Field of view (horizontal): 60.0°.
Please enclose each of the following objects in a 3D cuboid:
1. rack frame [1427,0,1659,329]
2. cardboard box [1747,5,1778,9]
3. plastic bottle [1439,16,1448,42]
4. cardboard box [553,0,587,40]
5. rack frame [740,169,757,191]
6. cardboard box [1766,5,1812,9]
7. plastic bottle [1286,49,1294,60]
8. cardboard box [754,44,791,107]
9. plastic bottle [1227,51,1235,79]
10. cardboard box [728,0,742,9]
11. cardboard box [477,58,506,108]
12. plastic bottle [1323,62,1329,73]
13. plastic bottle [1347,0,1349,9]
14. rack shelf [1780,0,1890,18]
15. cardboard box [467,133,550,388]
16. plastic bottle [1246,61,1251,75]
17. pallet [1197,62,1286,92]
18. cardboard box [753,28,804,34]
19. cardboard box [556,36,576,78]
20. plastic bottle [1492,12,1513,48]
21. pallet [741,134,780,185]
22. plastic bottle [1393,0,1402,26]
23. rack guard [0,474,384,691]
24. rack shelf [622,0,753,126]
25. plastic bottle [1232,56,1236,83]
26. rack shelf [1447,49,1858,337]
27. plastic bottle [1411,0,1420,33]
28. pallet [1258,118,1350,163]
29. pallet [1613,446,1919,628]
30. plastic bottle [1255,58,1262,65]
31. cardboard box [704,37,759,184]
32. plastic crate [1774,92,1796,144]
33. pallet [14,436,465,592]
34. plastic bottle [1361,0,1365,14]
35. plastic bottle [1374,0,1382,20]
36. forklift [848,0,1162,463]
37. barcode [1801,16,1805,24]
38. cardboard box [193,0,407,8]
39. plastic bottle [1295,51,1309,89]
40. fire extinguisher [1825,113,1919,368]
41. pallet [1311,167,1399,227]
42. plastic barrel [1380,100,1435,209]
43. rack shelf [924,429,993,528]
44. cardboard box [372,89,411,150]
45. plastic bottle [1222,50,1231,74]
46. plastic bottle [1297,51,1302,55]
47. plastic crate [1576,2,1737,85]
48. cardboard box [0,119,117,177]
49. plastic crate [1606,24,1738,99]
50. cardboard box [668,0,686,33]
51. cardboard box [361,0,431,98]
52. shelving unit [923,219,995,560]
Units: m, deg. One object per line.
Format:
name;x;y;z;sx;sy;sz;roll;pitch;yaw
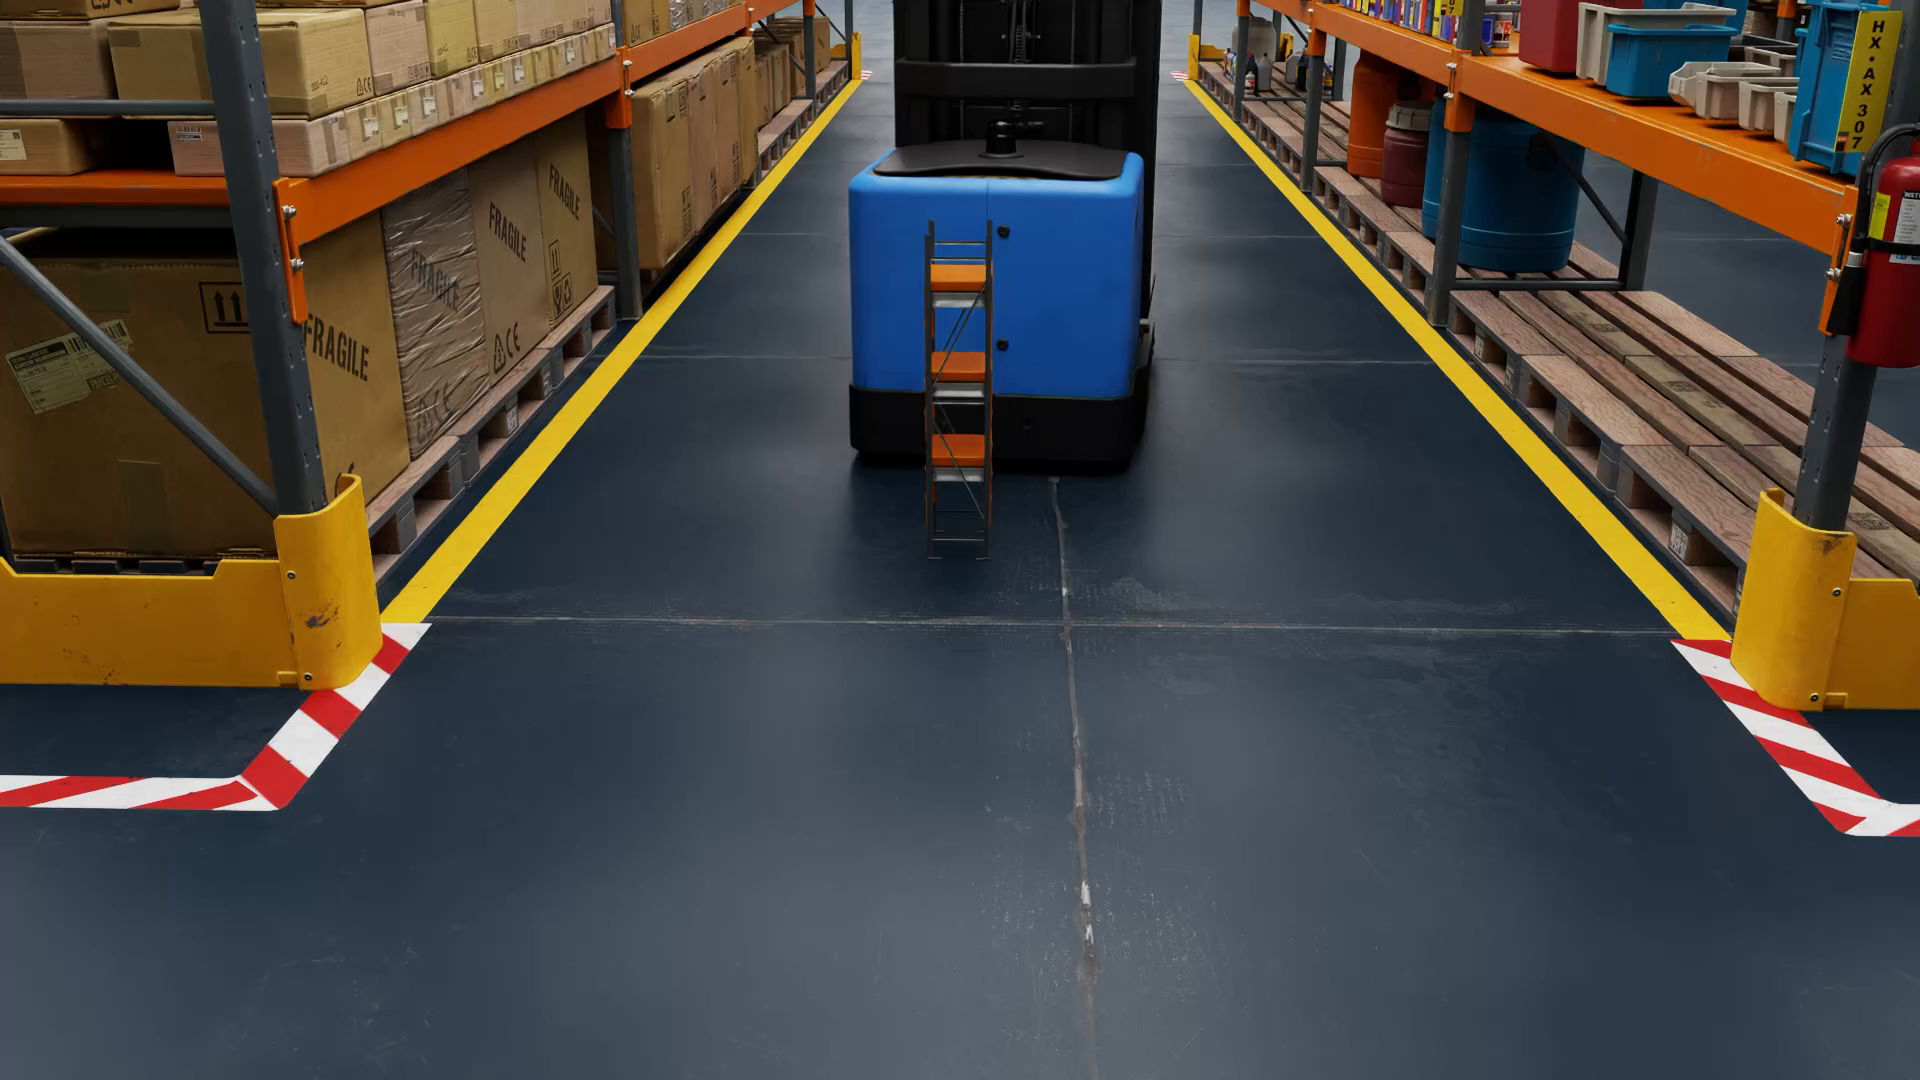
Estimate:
rack frame;2.839;-2.460;7.723;1.000;3.000;0.127;1;21;2
cardboard box;7.867;-5.092;16.690;0.500;0.500;0.500;1;21;2
plastic bottle;2.539;-2.681;8.463;0.152;0.276;0.135;1;21;2
cardboard box;-1.876;-2.234;6.936;0.500;0.250;0.500;1;21;3
rack frame;-1.990;-3.961;11.591;1.000;3.000;0.127;1;21;2
cardboard box;8.390;-5.086;16.675;0.500;0.500;0.500;1;21;2
plastic bottle;3.445;-4.979;17.362;0.061;0.283;0.133;1;21;2
cardboard box;-1.909;-4.225;15.120;0.700;0.500;0.500;-1;21;-3
plastic bottle;2.824;-4.920;17.226;0.097;0.271;0.097;0;21;0
cardboard box;-1.758;-3.827;11.106;0.500;0.500;0.500;1;21;3
cardboard box;-1.847;-1.632;5.937;0.380;0.149;0.250;0;21;0
plastic bottle;3.512;-4.516;16.178;0.152;0.276;0.135;1;21;4
plastic bottle;2.590;-3.584;10.895;0.097;0.201;0.097;0;21;0
rack shelf;7.972;-4.239;13.301;1.077;0.370;4.000;1;21;2
cardboard box;-2.239;-1.157;6.721;0.875;0.875;0.875;1;21;2
plastic bottle;2.767;-4.469;16.048;0.061;0.283;0.133;2;21;4
pallet;3.218;-5.178;18.581;1.003;0.211;1.213;1;21;2
cardboard box;-1.866;-5.015;17.181;0.500;0.500;0.500;-1;21;-3
cardboard box;-1.817;-2.005;6.897;0.380;0.149;0.250;1;21;3
plastic bottle;2.653;-2.519;8.150;0.097;0.201;0.097;0;21;0
pallet;-1.965;-2.944;12.824;1.003;0.211;1.213;1;21;2
plastic bottle;2.527;-3.083;9.490;0.061;0.283;0.133;1;21;2
rack guard;-2.234;0.105;4.566;1.175;0.500;0.348;1;21;2
rack shelf;-2.051;-2.903;9.858;1.077;0.370;4.000;1;21;2
plastic bottle;2.838;-4.769;16.831;0.152;0.276;0.135;1;21;3
rack shelf;2.778;-1.402;5.990;1.077;0.370;4.000;1;21;2
plastic bottle;2.558;-2.912;9.058;0.152;0.276;0.135;1;21;2
pallet;3.063;-3.326;13.810;1.003;0.211;1.213;1;21;2
pallet;2.781;-0.012;5.268;1.003;0.211;1.213;1;21;2
plastic bottle;2.968;-4.601;16.398;0.152;0.276;0.135;1;21;2
cardboard box;-2.032;-2.917;11.257;1.225;0.875;0.875;0;21;-1
plastic crate;2.561;-1.216;4.798;0.396;0.136;0.243;1;21;2
pallet;-2.287;-0.059;5.388;1.003;0.211;1.213;1;21;2
plastic bottle;2.575;-3.404;10.430;0.097;0.201;0.097;0;21;0
plastic bottle;2.543;-3.282;10.002;0.061;0.283;0.133;1;21;2
forklift;0.308;-2.144;7.004;1.130;2.935;3.031;3;21;8
barcode;7.609;-4.697;15.007;0.001;0.075;0.075;1;21;2
cardboard box;-1.934;-1.838;4.880;0.500;0.500;0.500;0;21;0
plastic bottle;3.377;-4.612;16.322;0.144;0.351;0.185;1;21;2
fire extinguisher;2.258;-0.755;3.950;0.296;0.674;0.183;1;21;2
pallet;2.978;-2.321;11.219;1.003;0.211;1.213;1;21;2
plastic barrel;2.928;-2.393;10.302;0.600;0.588;0.708;1;21;2
rack shelf;-0.002;-0.201;5.394;0.215;0.259;0.240;1;21;2
cardboard box;-1.879;-1.262;4.981;0.380;0.149;0.250;0;21;0
plastic bottle;2.837;-5.080;17.639;0.097;0.271;0.097;0;21;0
plastic bottle;3.547;-4.925;17.232;0.152;0.276;0.135;0;21;0
plastic crate;2.608;-1.883;6.316;0.437;0.282;0.530;1;21;2
cardboard box;-2.552;-1.084;4.523;0.380;0.149;0.250;1;21;3
plastic crate;2.523;-1.709;5.936;0.416;0.233;0.300;1;21;2
cardboard box;-1.818;-3.088;9.202;0.500;0.500;0.500;0;21;0
cardboard box;-1.940;-1.496;5.034;0.500;0.250;0.500;0;21;1
shelving unit;-0.002;-0.470;5.289;0.215;1.050;0.252;1;21;2
